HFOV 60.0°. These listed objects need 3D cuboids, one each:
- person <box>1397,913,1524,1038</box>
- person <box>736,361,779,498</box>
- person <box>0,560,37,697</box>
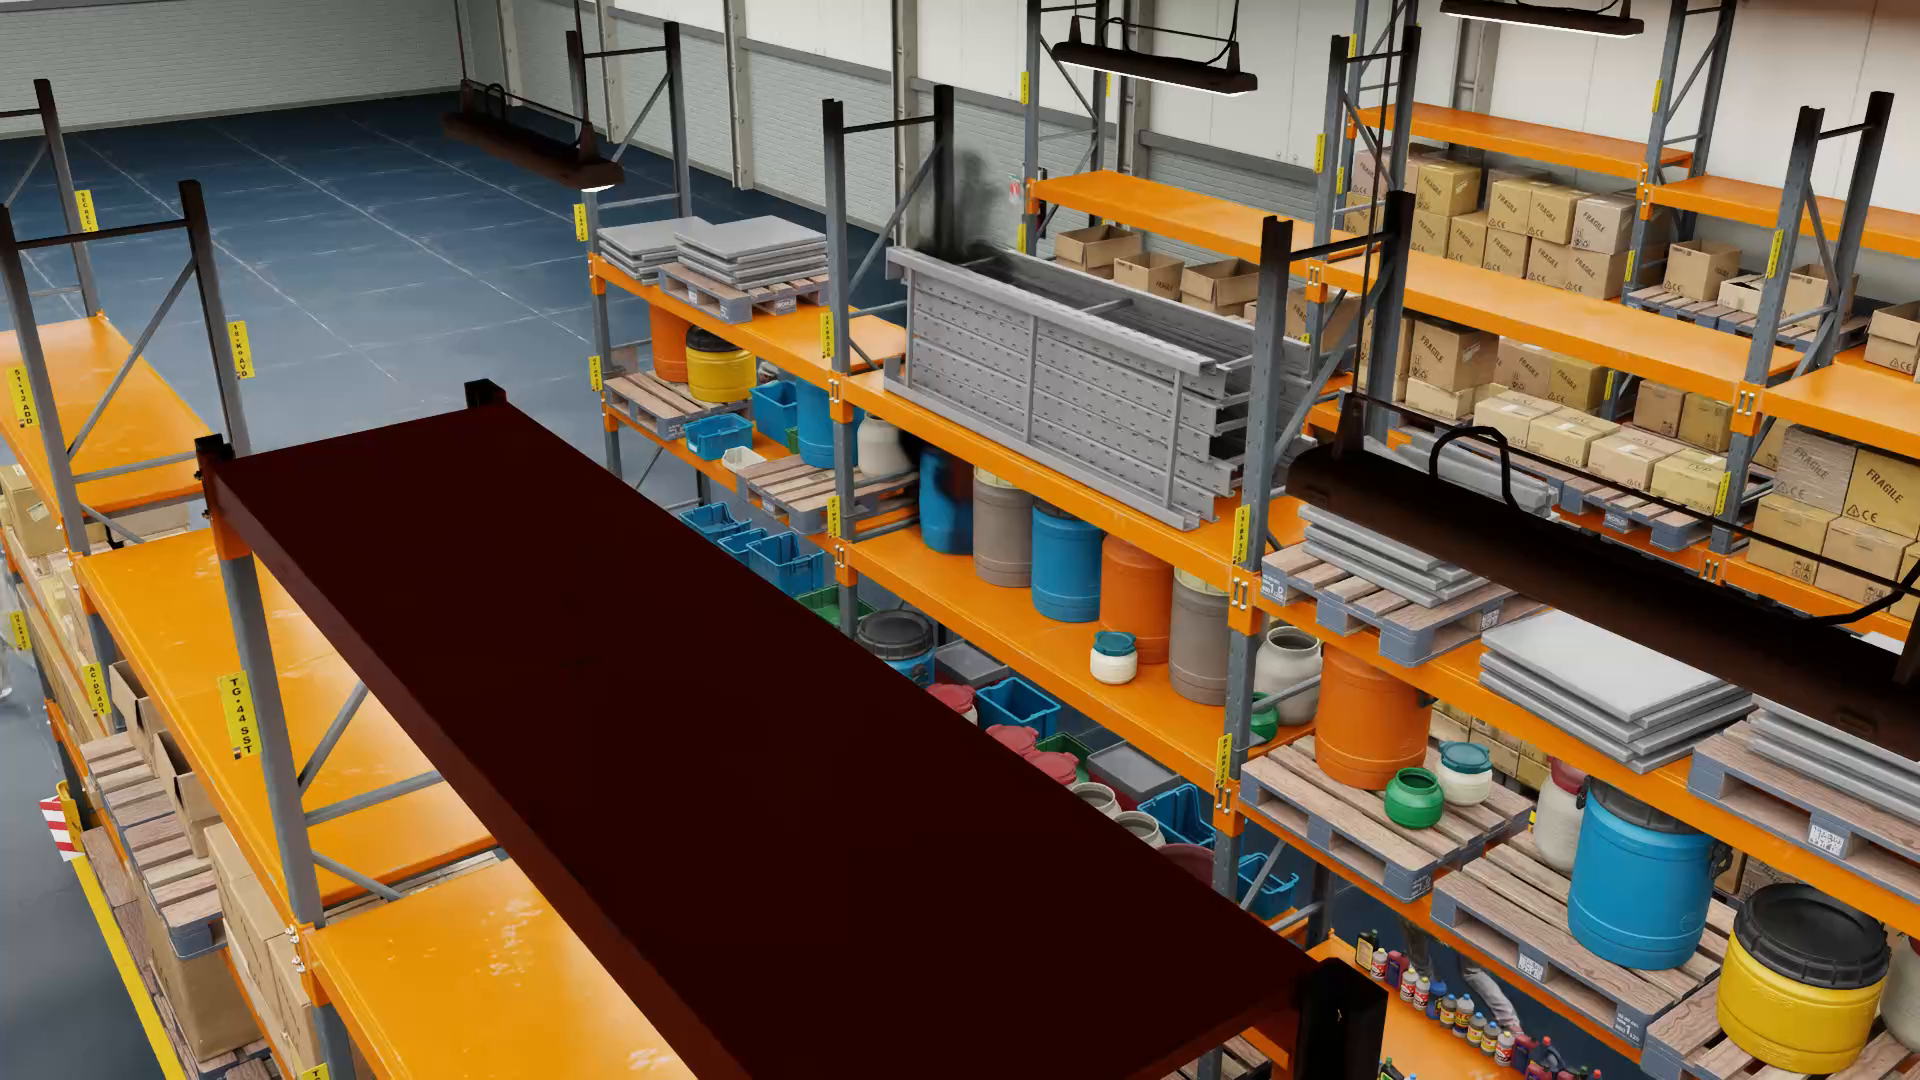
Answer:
[{"bbox_3d":[3.409,2.577,11.176,0.707,1.673,1.033,-19,31,-35],"label":"person"},{"bbox_3d":[-2.187,-1.303,19.834,1.037,1.737,0.542,-6,25,-13],"label":"person"},{"bbox_3d":[-8.722,0.778,15.329,0.951,1.672,0.566,-1,25,-3],"label":"person"}]
